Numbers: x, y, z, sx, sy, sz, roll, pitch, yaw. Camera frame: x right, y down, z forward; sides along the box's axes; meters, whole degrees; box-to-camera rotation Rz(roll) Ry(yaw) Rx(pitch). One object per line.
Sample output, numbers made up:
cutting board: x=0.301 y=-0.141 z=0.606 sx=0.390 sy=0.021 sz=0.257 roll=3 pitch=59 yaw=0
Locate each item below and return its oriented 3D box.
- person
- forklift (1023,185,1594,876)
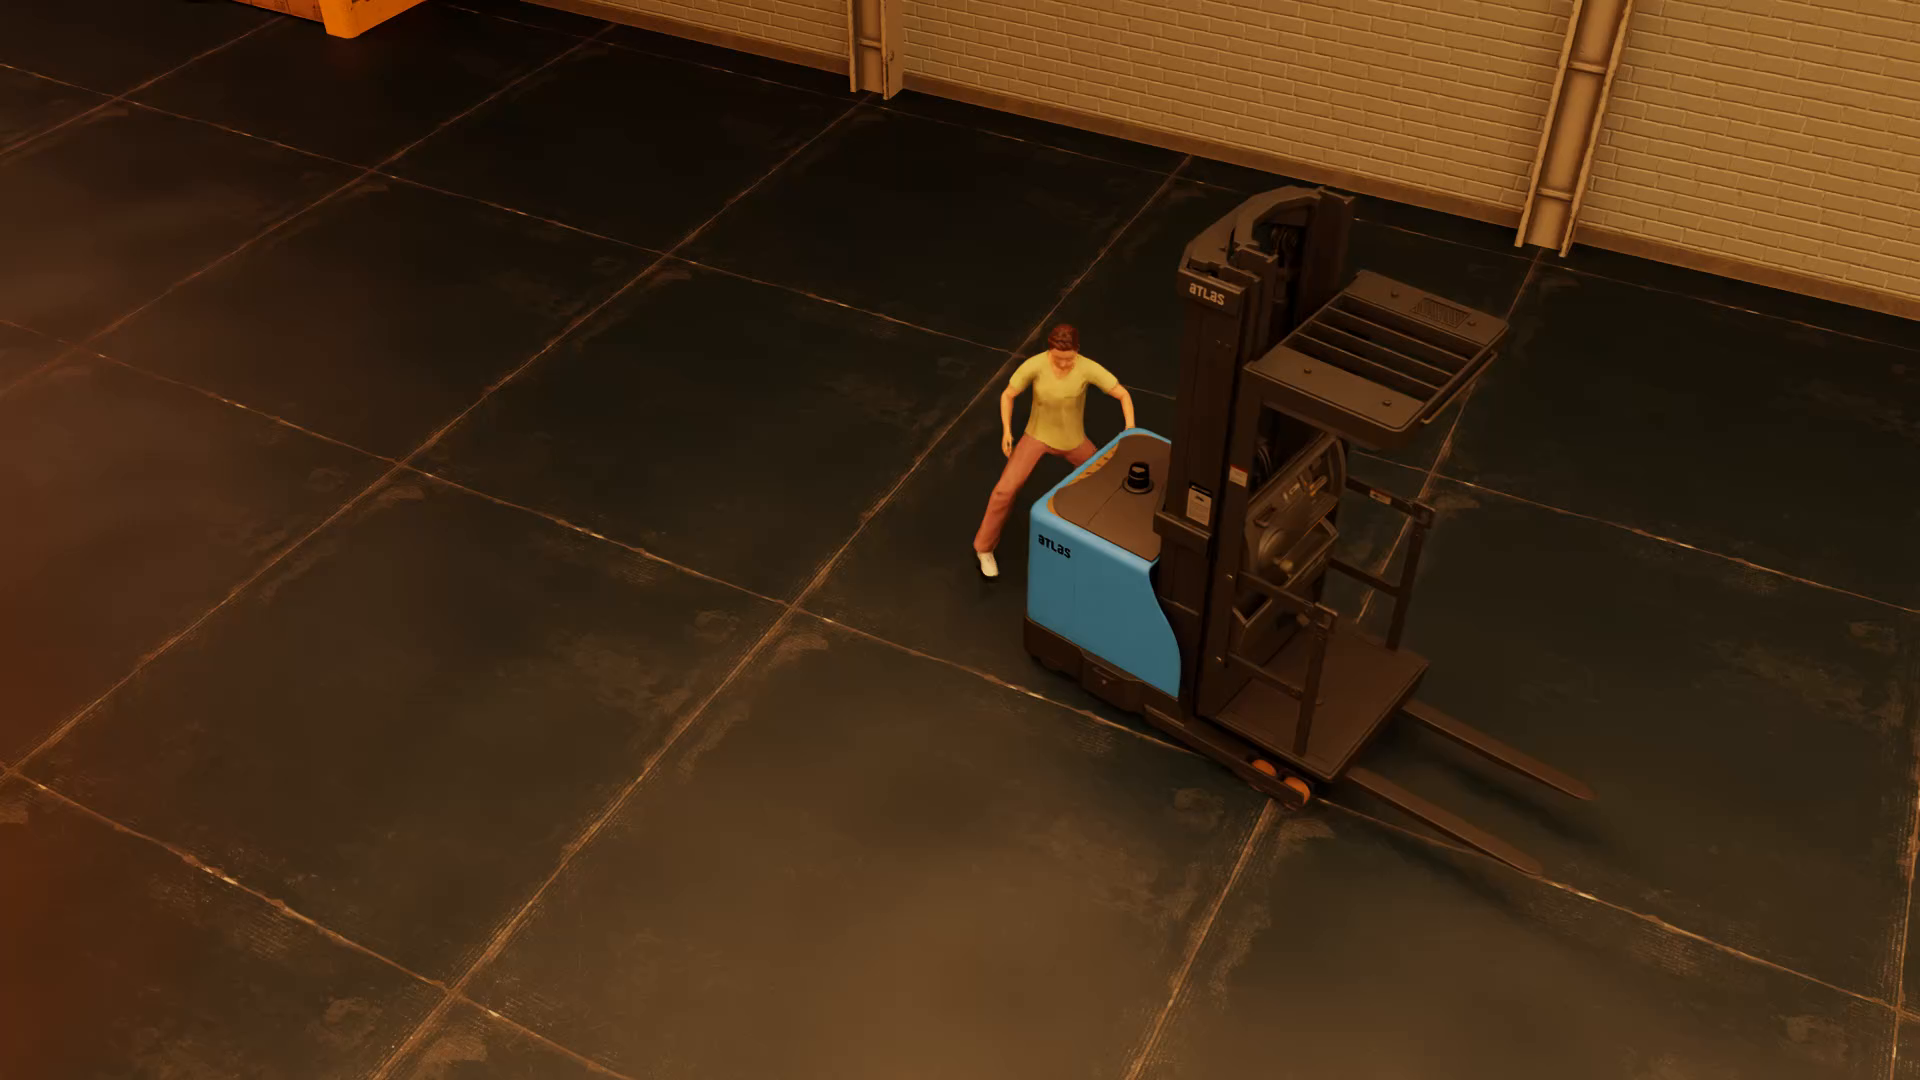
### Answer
person: x=0.615 y=-0.573 z=9.809 sx=1.009 sy=1.523 sz=0.944 roll=4 pitch=40 yaw=5
forklift: x=1.819 y=-0.118 z=8.126 sx=3.031 sy=2.935 sz=1.130 roll=28 pitch=47 yaw=29
